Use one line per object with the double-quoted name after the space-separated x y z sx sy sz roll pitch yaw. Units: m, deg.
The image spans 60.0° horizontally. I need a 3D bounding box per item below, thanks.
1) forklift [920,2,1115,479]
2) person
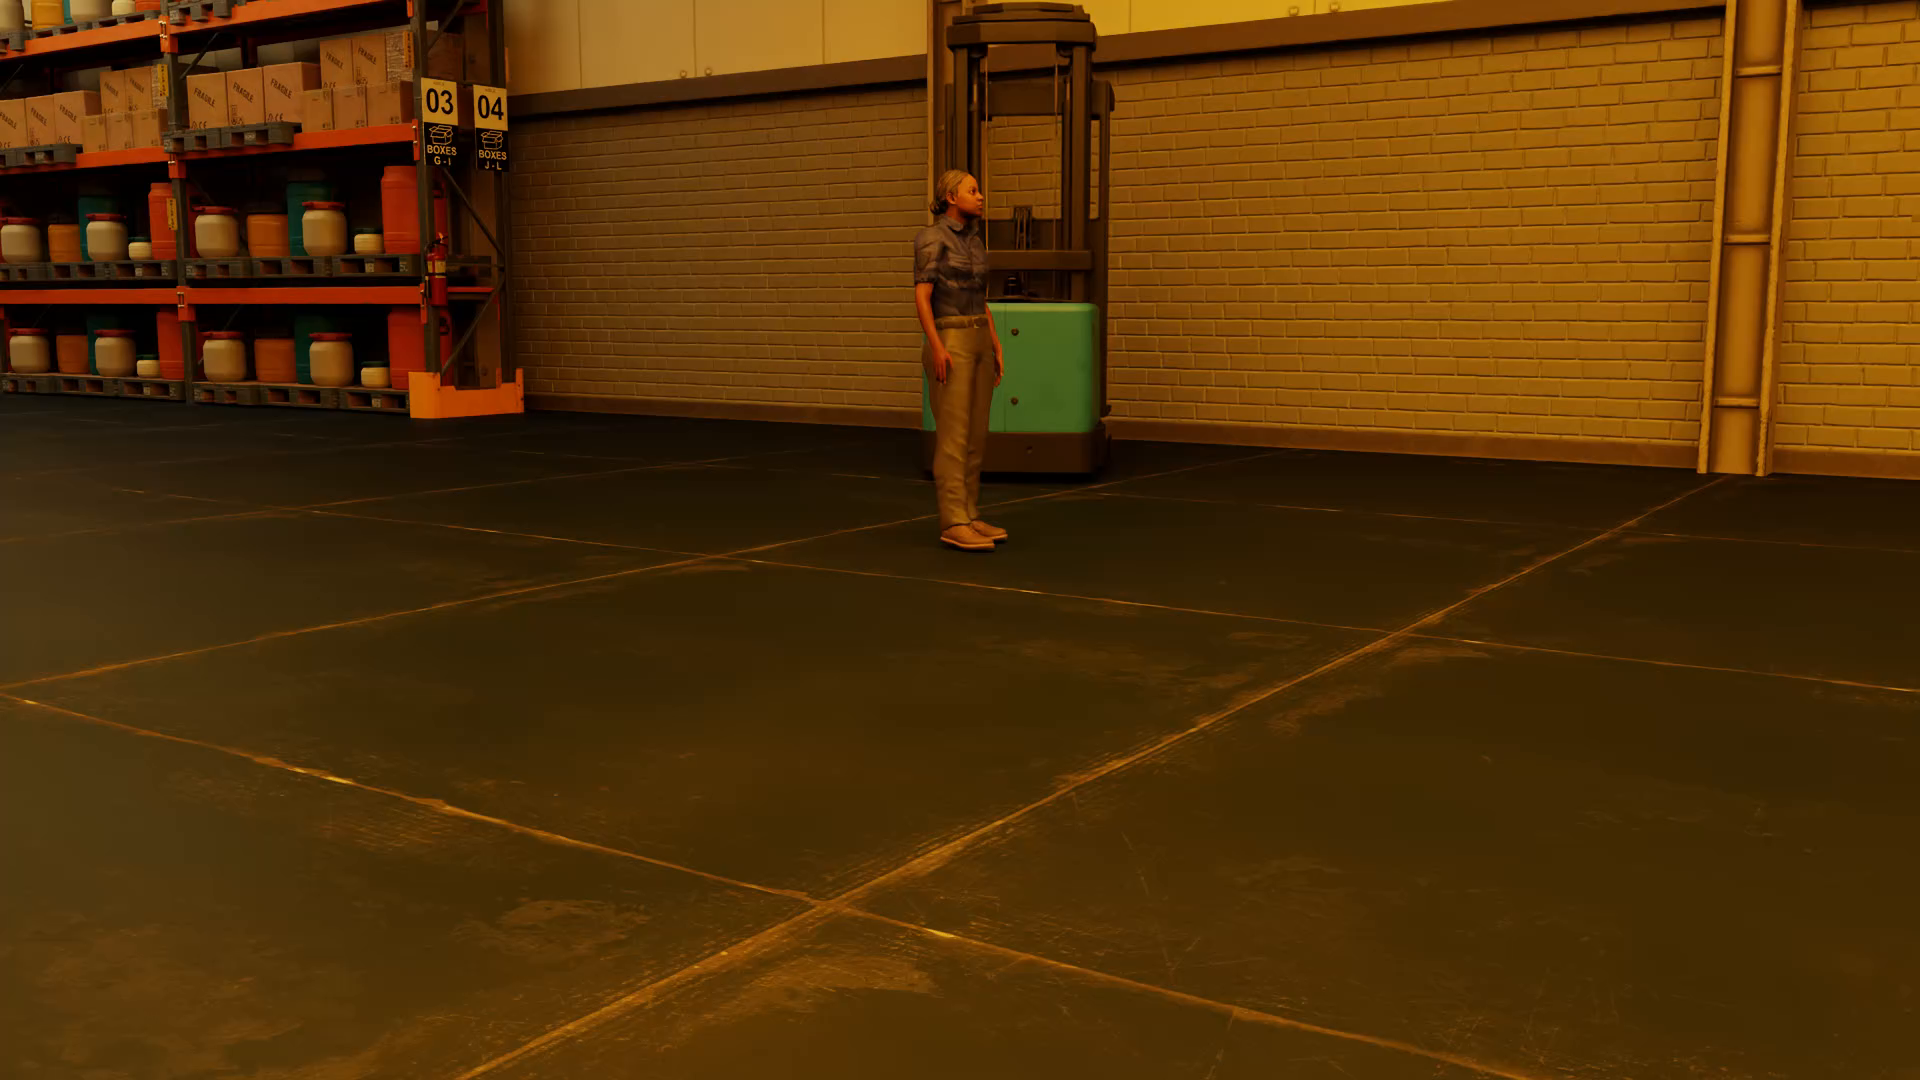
0.469 -1.996 11.231 1.130 2.935 3.031 1 8 8 "forklift"
0.062 -0.817 7.422 0.503 1.656 0.570 5 10 34 "person"
